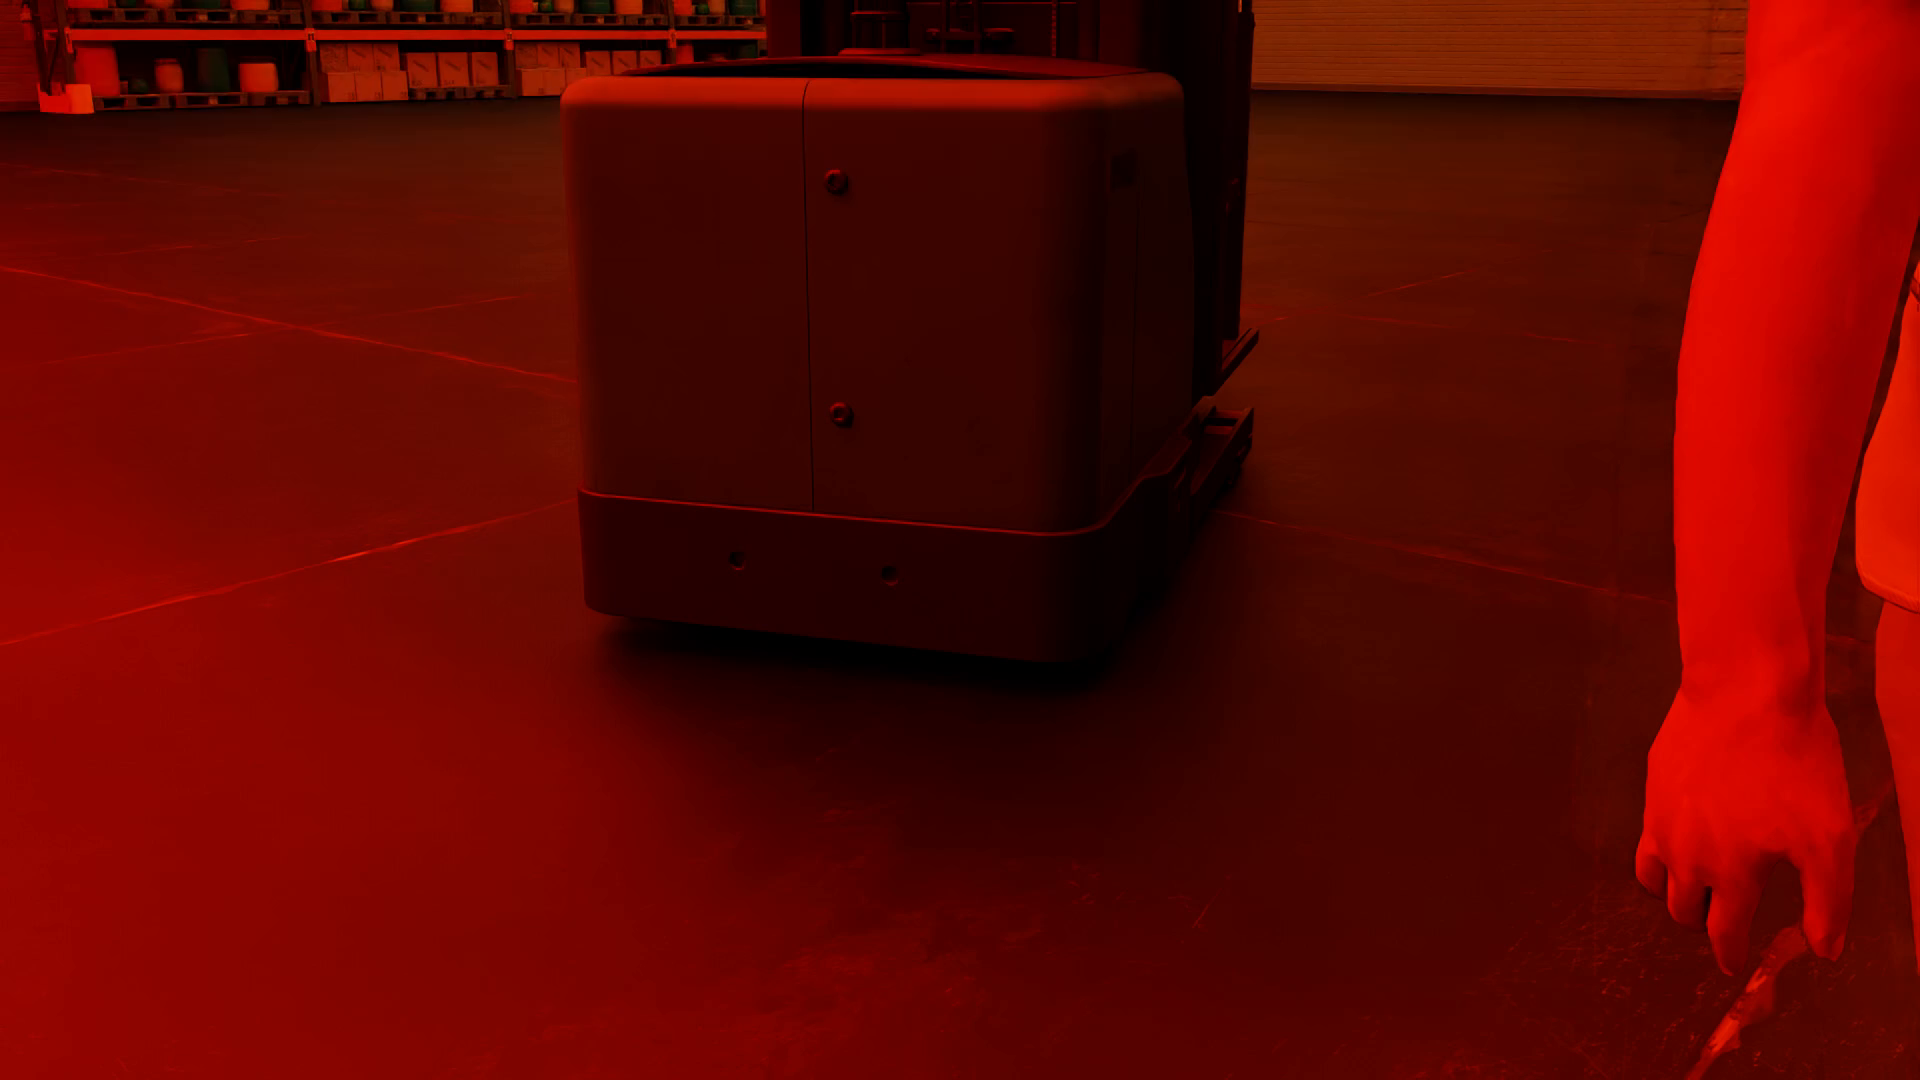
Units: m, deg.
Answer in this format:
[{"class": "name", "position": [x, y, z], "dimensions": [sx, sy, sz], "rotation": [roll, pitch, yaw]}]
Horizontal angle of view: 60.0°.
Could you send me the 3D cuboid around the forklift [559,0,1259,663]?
[{"class": "forklift", "position": [0.182, -1.571, 4.072], "dimensions": [1.130, 2.935, 3.031], "rotation": [5, 18, 17]}]
